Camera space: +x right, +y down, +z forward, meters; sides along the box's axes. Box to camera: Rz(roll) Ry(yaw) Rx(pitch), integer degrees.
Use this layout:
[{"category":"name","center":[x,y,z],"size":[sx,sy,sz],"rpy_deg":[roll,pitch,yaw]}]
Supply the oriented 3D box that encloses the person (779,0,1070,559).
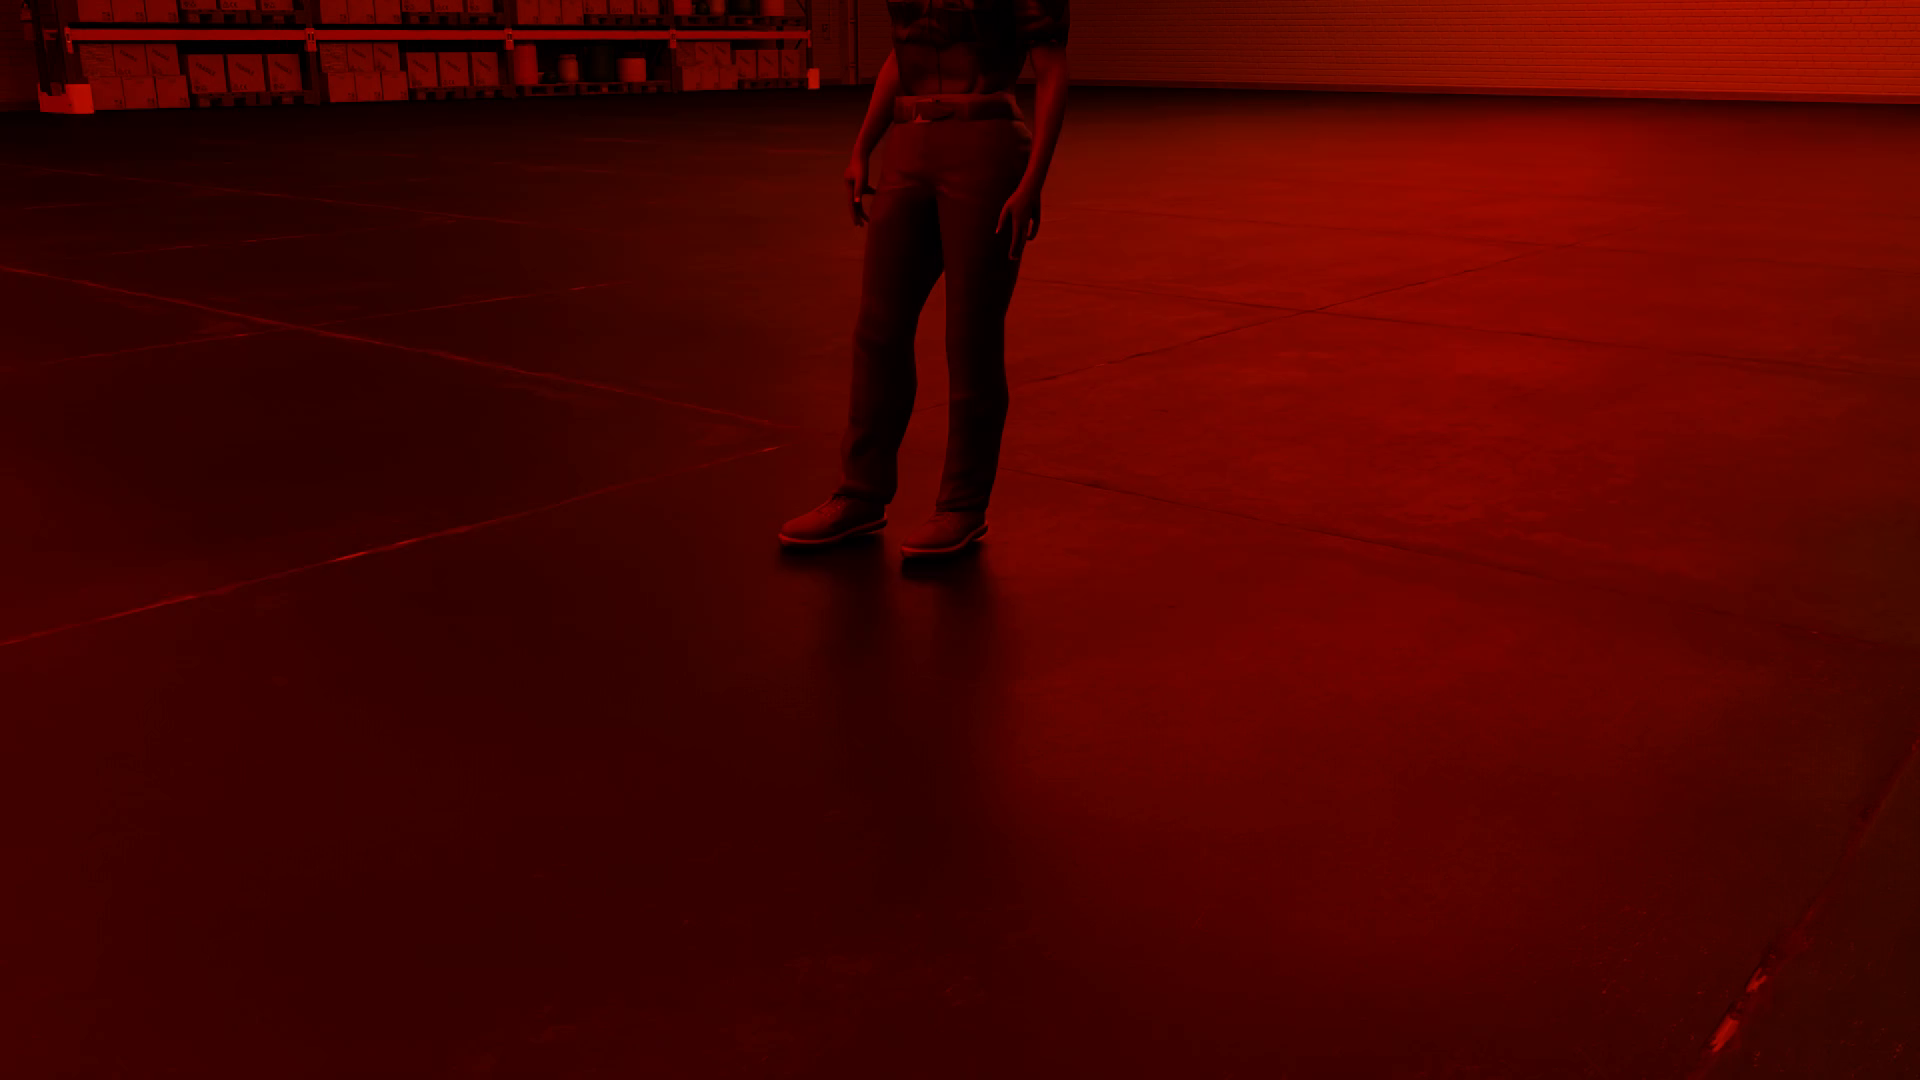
[{"category":"person","center":[-0.071,-0.782,3.647],"size":[0.569,1.654,0.504],"rpy_deg":[13,21,37]}]
